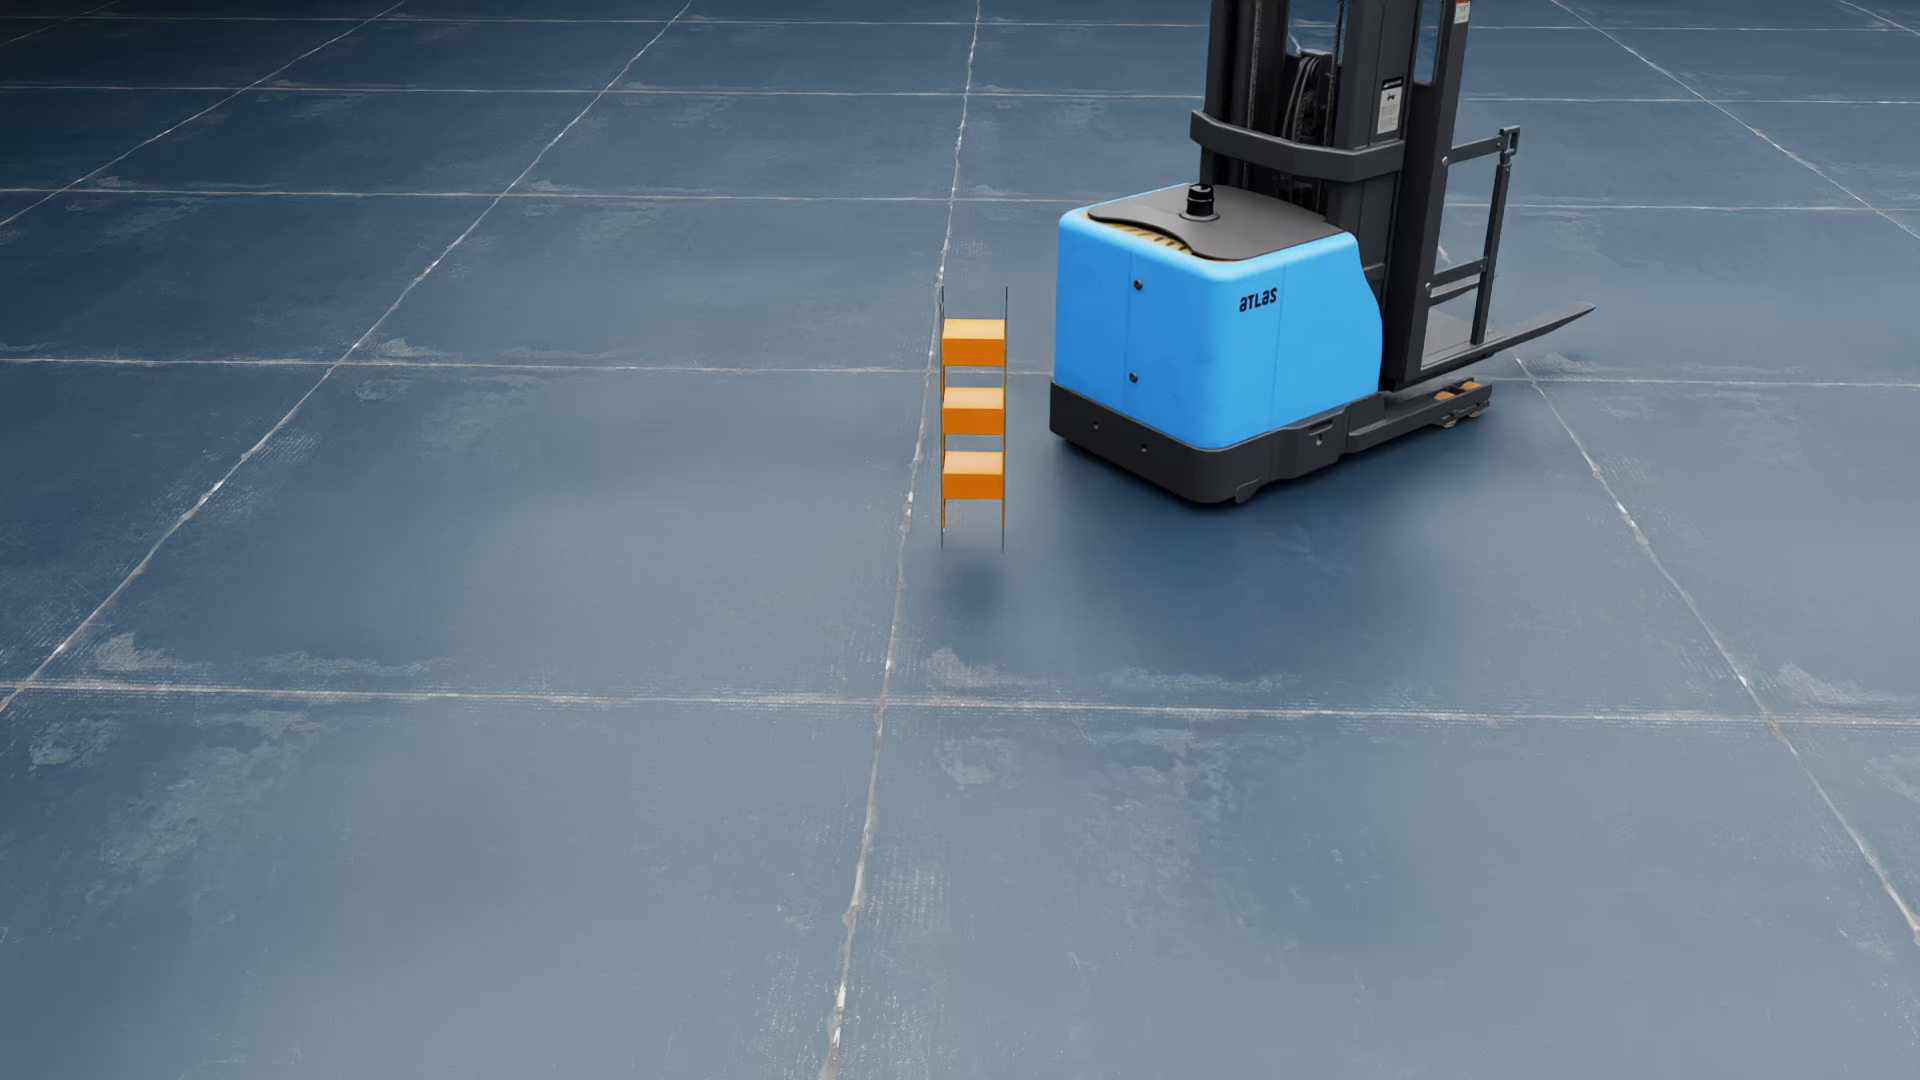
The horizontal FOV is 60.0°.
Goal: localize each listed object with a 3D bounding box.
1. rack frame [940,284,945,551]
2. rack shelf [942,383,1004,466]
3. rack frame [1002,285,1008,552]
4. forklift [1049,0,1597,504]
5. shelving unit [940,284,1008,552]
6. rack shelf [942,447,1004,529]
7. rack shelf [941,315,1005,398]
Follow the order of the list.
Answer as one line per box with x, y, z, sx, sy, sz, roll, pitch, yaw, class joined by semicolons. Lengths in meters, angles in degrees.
-0.068;-0.465;6.506;0.008;1.050;0.200;1;28;2;rack frame
0.053;-0.454;6.507;0.240;0.259;0.215;1;28;2;rack shelf
0.175;-0.461;6.499;0.008;1.050;0.200;1;28;2;rack frame
1.879;-1.992;7.379;3.031;2.935;1.130;-20;34;-33;forklift
0.053;-0.463;6.502;0.252;1.050;0.215;1;28;2;shelving unit
0.053;-0.208;6.638;0.240;0.259;0.215;1;28;2;rack shelf
0.053;-0.704;6.374;0.240;0.259;0.215;1;28;2;rack shelf
